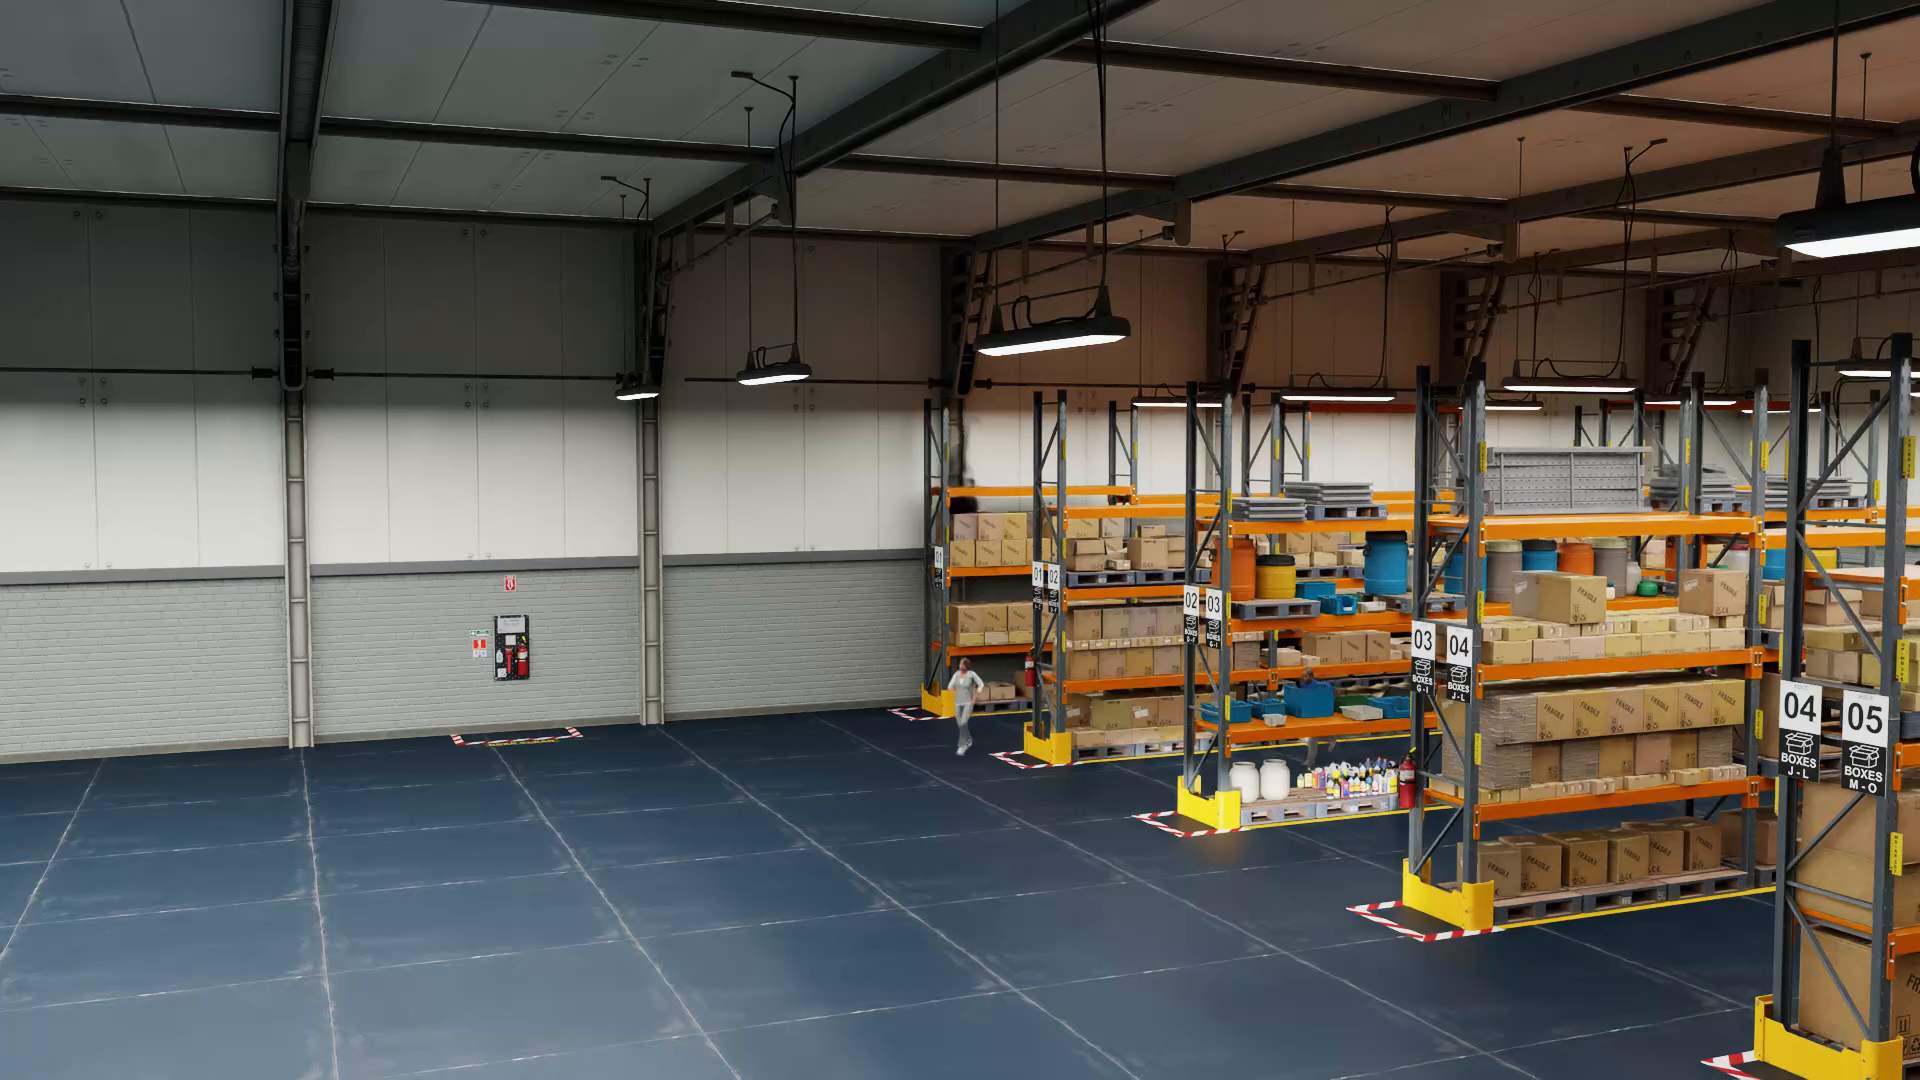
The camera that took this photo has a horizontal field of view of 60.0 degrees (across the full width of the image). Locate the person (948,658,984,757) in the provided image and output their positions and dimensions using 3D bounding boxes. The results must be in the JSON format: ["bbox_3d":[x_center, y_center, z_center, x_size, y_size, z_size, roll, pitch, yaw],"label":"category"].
[{"bbox_3d":[0.078,2.761,27.520,0.573,1.651,0.621,2,4,25],"label":"person"}]

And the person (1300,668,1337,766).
[{"bbox_3d":[5.786,2.840,26.710,0.839,1.584,0.565,-3,4,-38],"label":"person"}]
